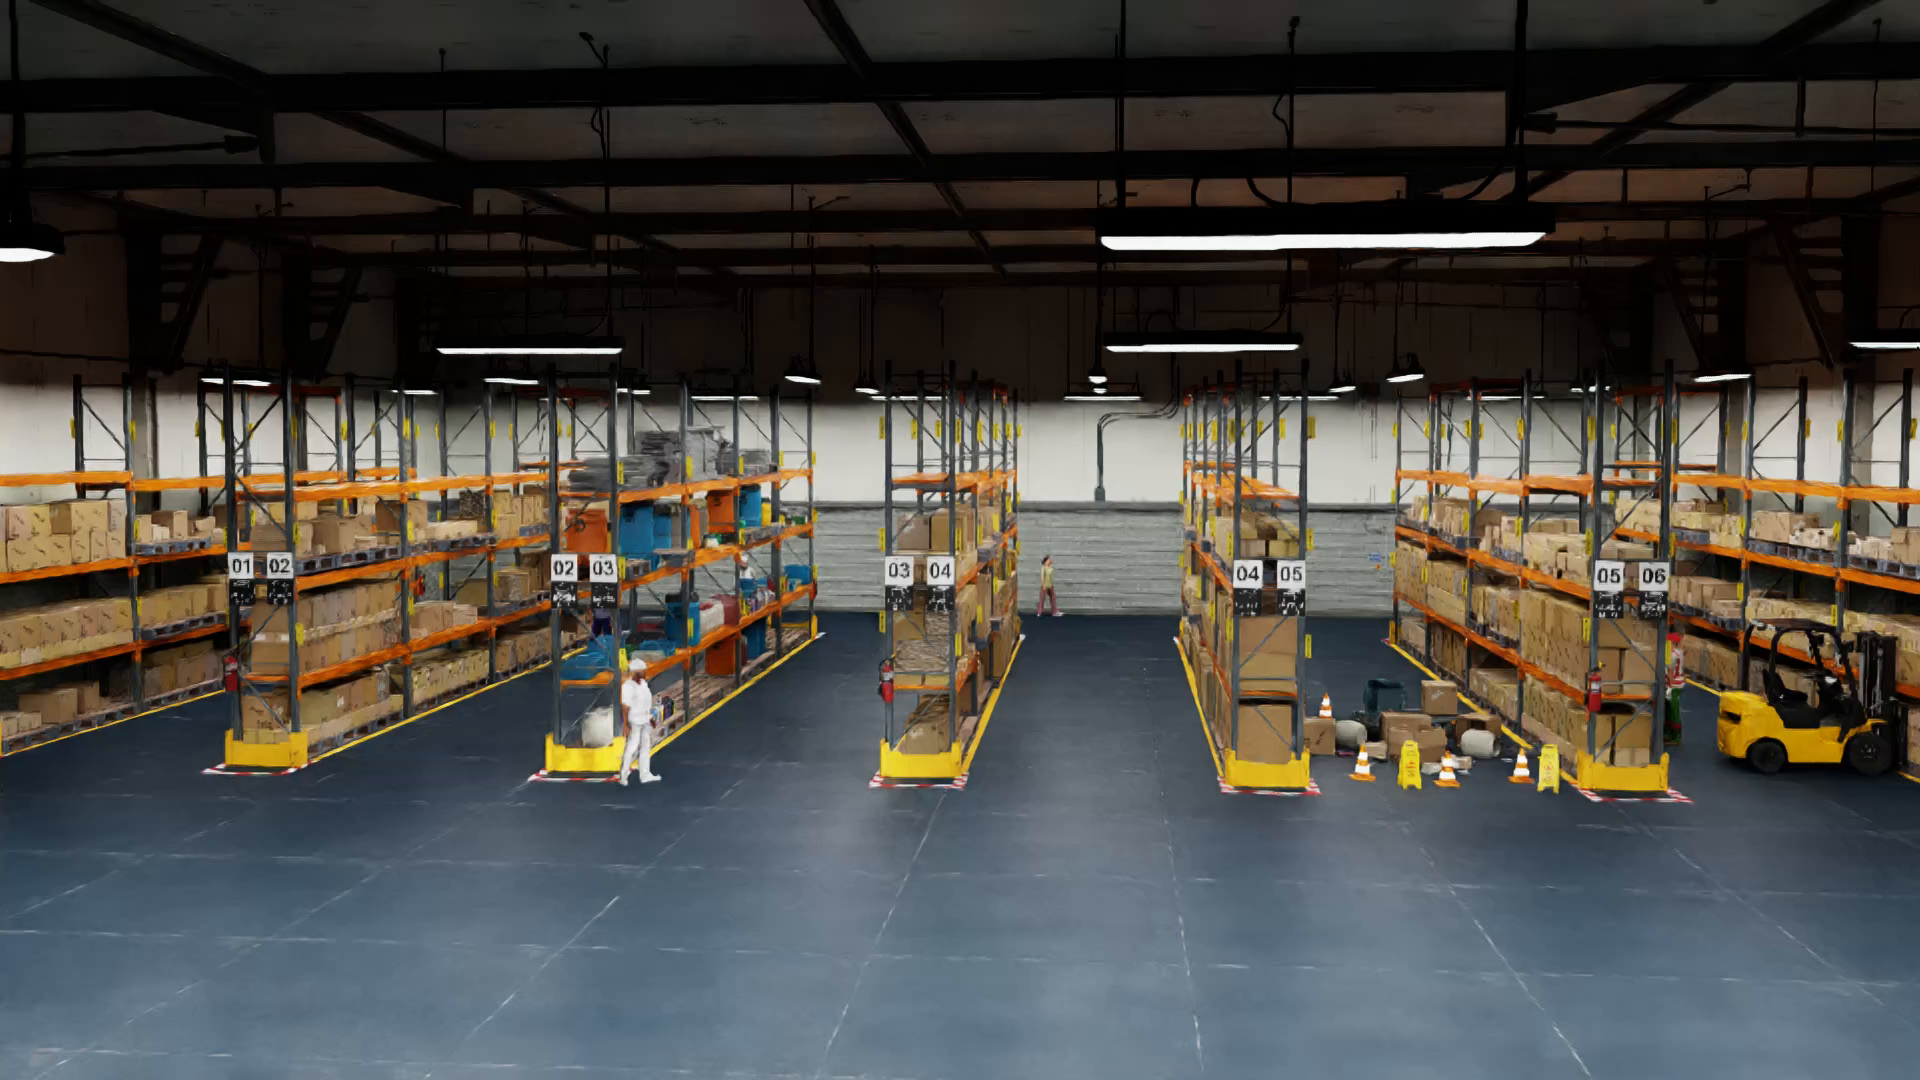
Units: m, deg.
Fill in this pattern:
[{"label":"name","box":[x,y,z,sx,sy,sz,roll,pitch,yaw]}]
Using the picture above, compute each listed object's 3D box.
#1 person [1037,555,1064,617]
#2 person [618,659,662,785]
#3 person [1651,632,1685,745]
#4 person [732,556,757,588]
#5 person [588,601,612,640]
[{"label":"person","box":[2.376,1.225,44.628,0.564,1.658,0.687,3,5,42]},{"label":"person","box":[-4.570,2.570,23.534,0.458,1.772,0.682,1,4,18]},{"label":"person","box":[11.293,2.349,26.513,0.494,1.786,0.606,3,5,36]},{"label":"person","box":[-5.663,1.272,43.738,0.677,1.726,0.574,0,4,3]},{"label":"person","box":[-7.862,1.813,36.516,0.625,1.596,0.517,0,4,3]}]
